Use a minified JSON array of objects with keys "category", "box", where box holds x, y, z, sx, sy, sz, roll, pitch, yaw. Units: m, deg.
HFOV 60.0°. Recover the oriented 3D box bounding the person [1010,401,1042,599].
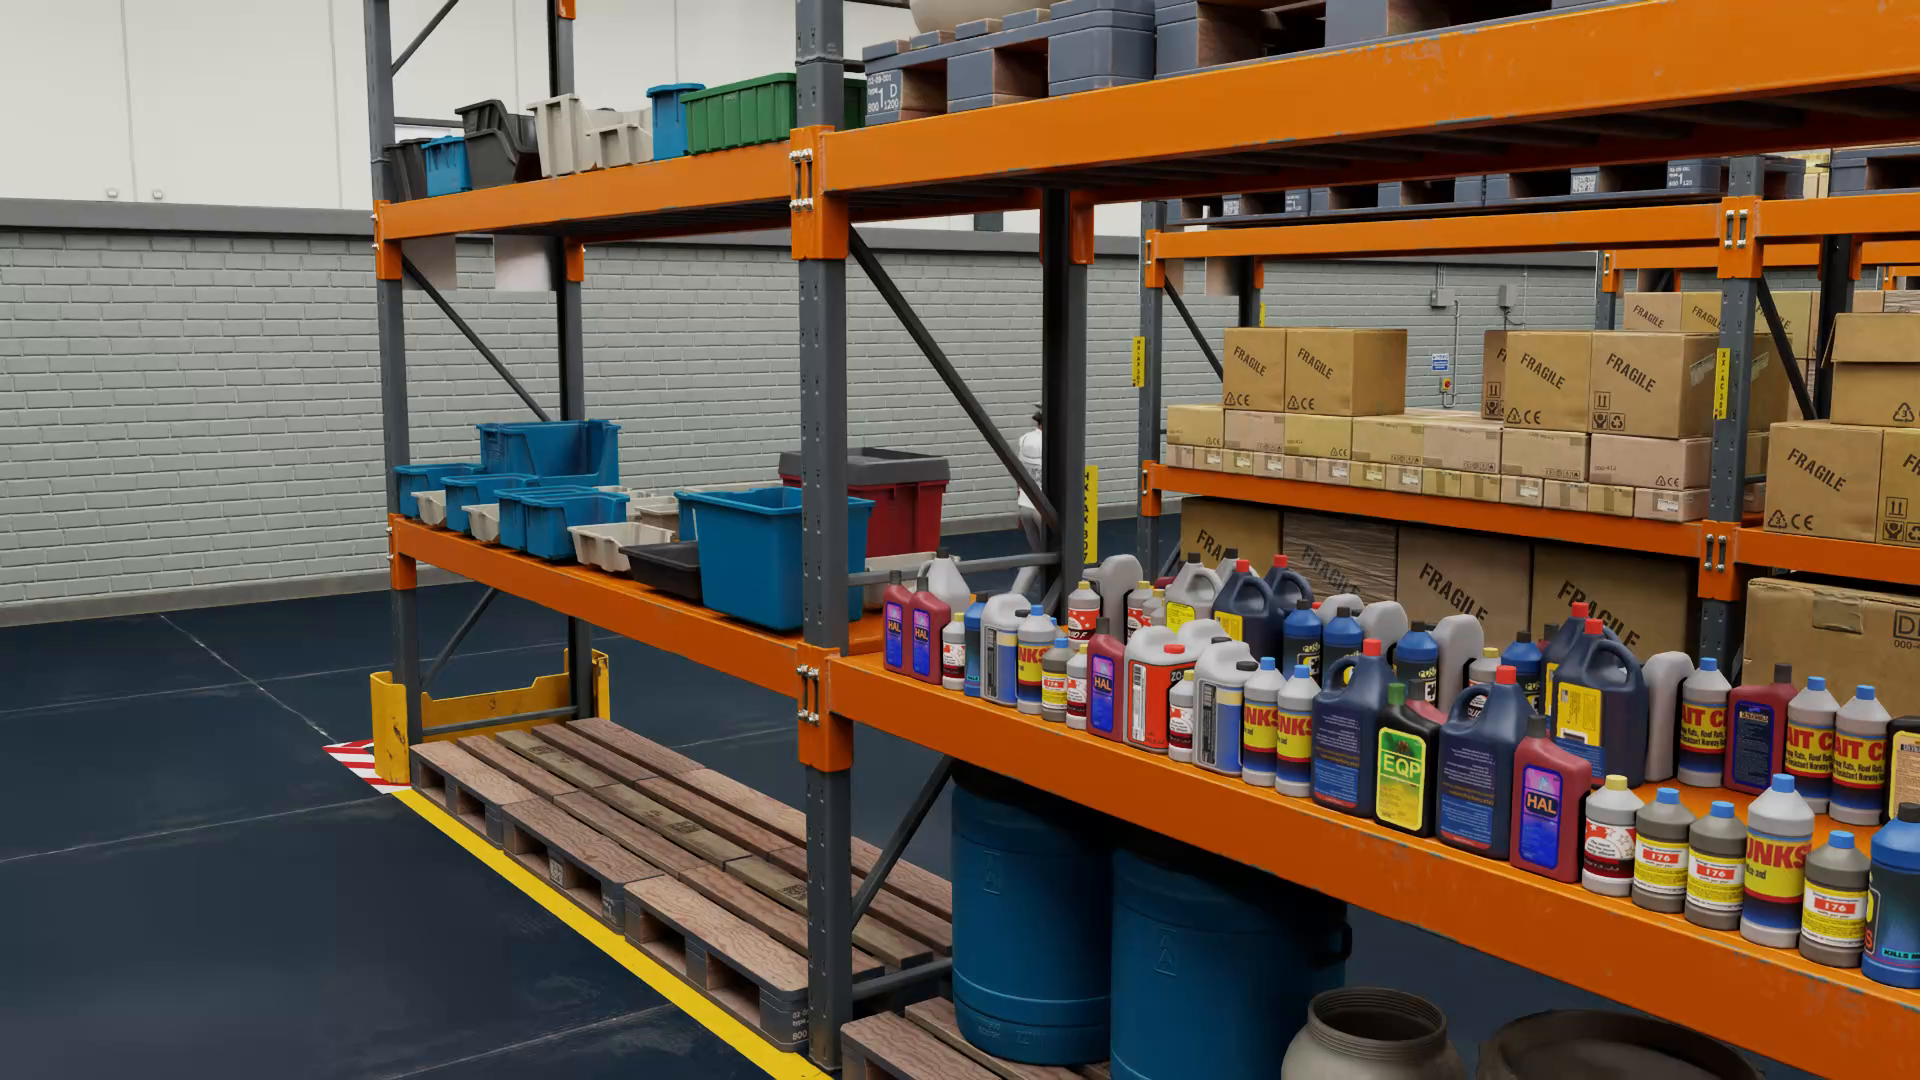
[{"category":"person","box":[0.655,-0.192,12.039,0.540,1.647,0.477,-6,10,-39]}]
